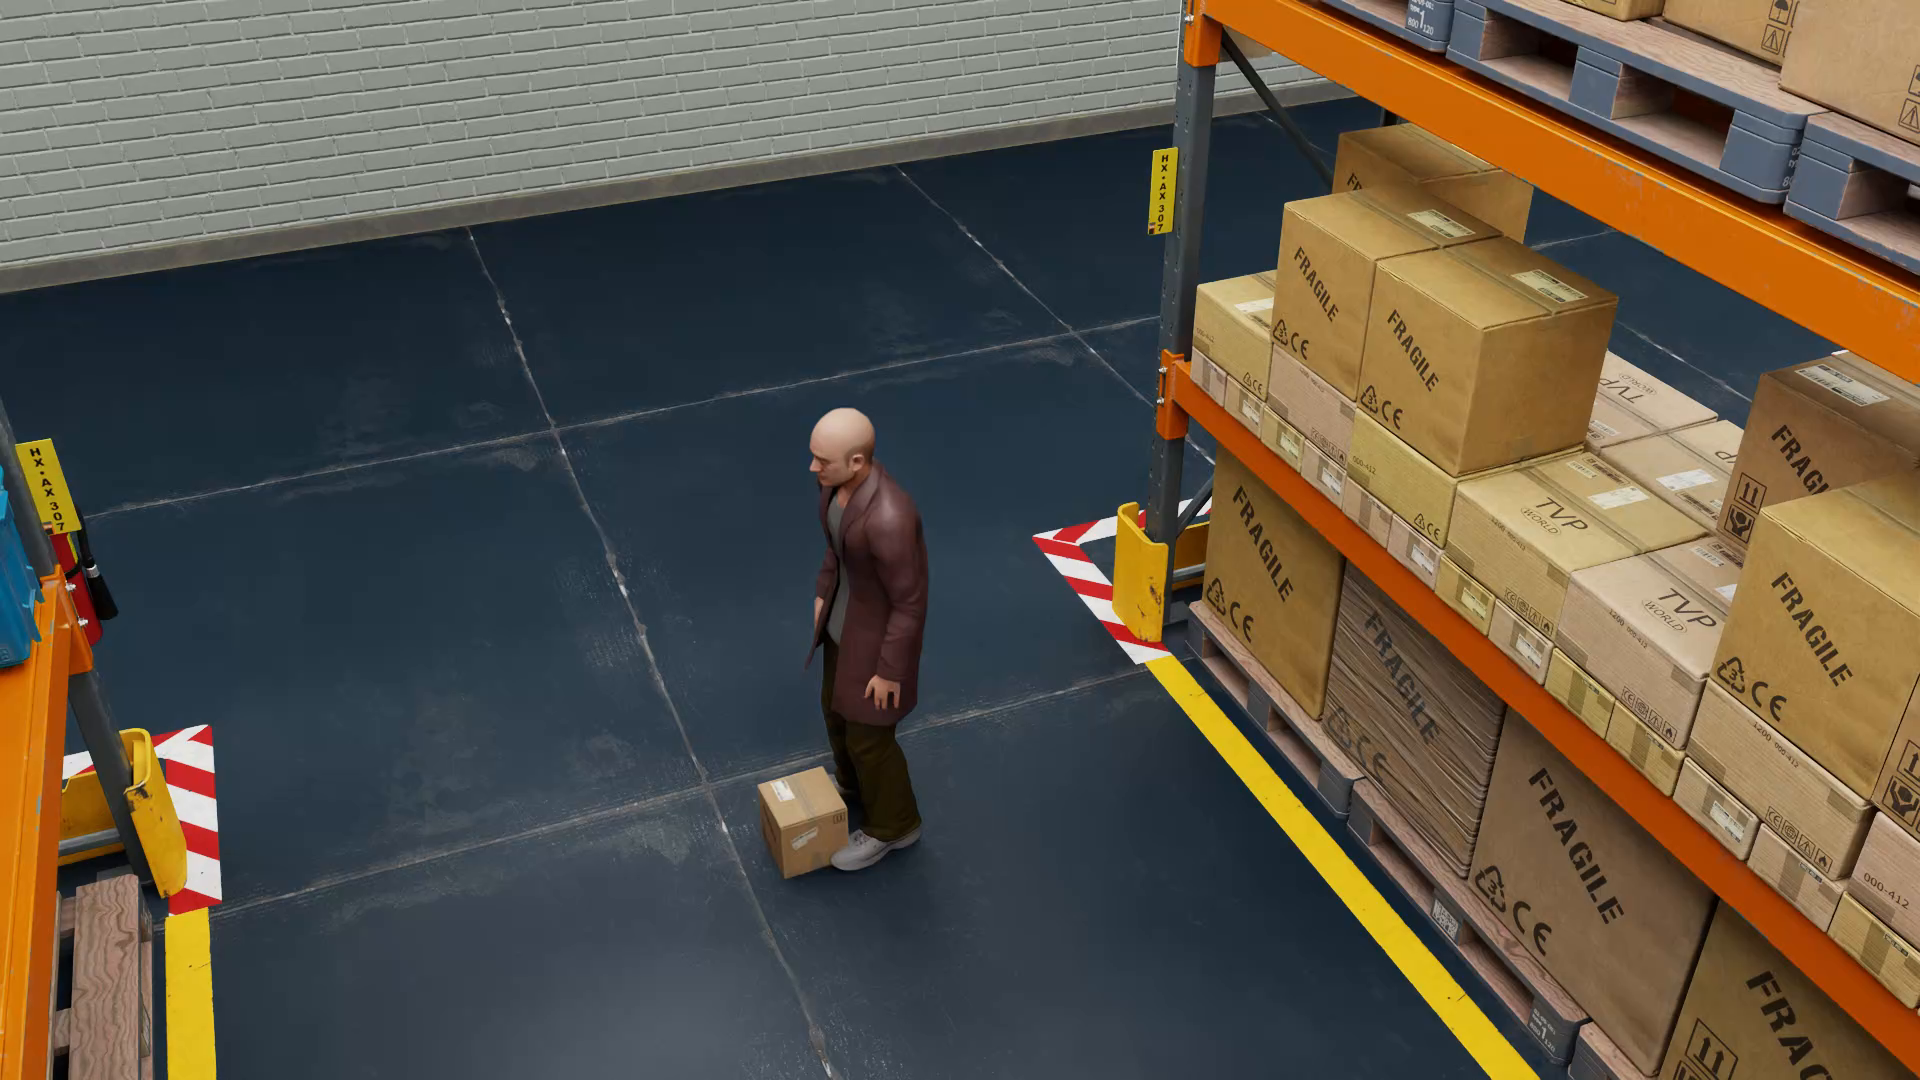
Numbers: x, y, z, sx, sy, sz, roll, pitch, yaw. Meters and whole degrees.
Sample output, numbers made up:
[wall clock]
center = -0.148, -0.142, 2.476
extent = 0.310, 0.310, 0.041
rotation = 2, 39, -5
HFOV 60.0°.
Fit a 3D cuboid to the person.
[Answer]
[person]
center = -0.331, 0.322, 5.659
extent = 0.427, 1.773, 0.635
rotation = -14, 36, -21
